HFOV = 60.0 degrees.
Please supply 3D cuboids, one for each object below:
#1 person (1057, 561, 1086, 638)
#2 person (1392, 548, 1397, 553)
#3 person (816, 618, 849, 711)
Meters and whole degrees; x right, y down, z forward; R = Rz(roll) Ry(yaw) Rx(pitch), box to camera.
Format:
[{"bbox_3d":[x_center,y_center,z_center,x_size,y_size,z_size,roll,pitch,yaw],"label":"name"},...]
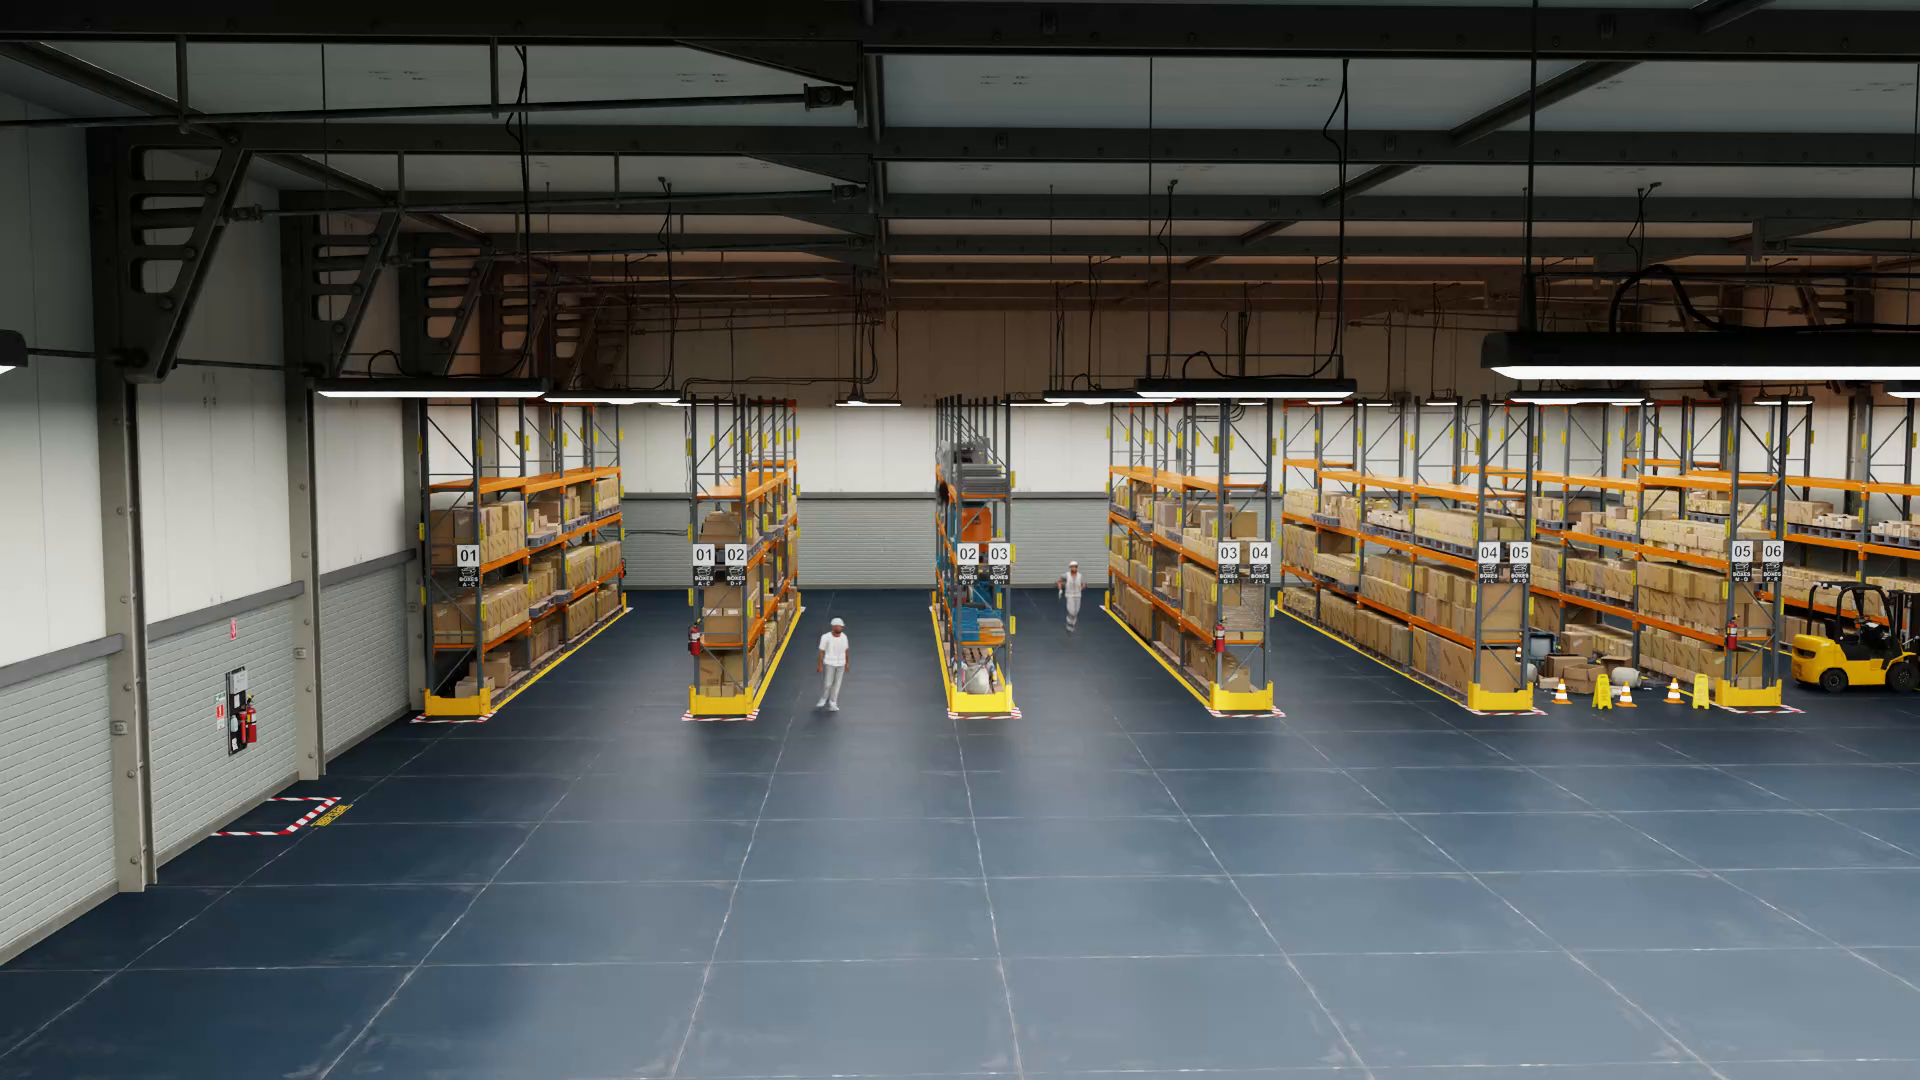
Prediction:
[{"bbox_3d":[2.713,1.427,39.838,0.642,1.835,0.693,-1,5,-16],"label":"person"},{"bbox_3d":[13.265,0.957,50.552,0.725,1.568,0.540,-1,5,-18],"label":"person"},{"bbox_3d":[-2.418,2.355,31.521,0.646,1.759,0.459,-3,5,-32],"label":"person"}]
